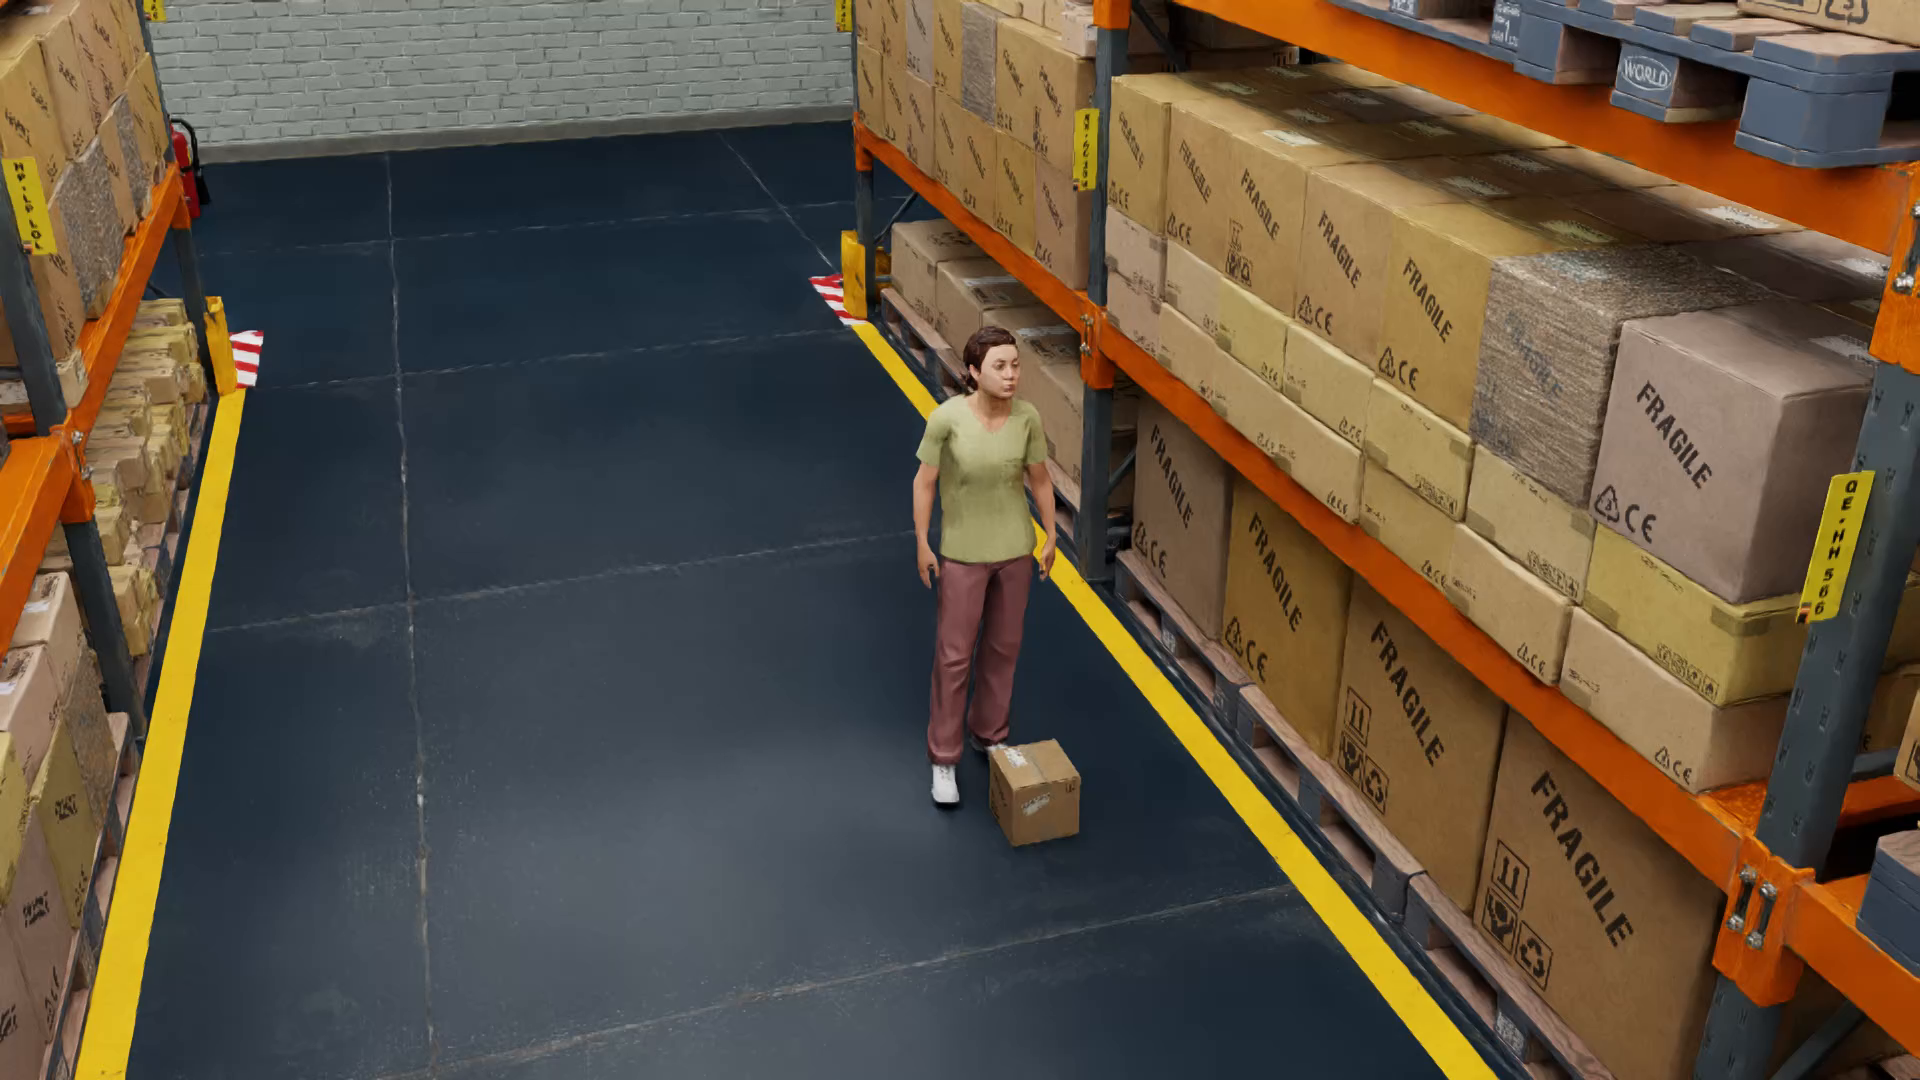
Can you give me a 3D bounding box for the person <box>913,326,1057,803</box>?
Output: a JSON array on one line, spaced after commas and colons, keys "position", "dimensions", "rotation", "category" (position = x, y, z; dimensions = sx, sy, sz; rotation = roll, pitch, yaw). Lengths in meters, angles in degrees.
[{"position": [0.110, 0.188, 5.994], "dimensions": [0.556, 1.427, 0.550], "rotation": [-8, 28, -15], "category": "person"}]
